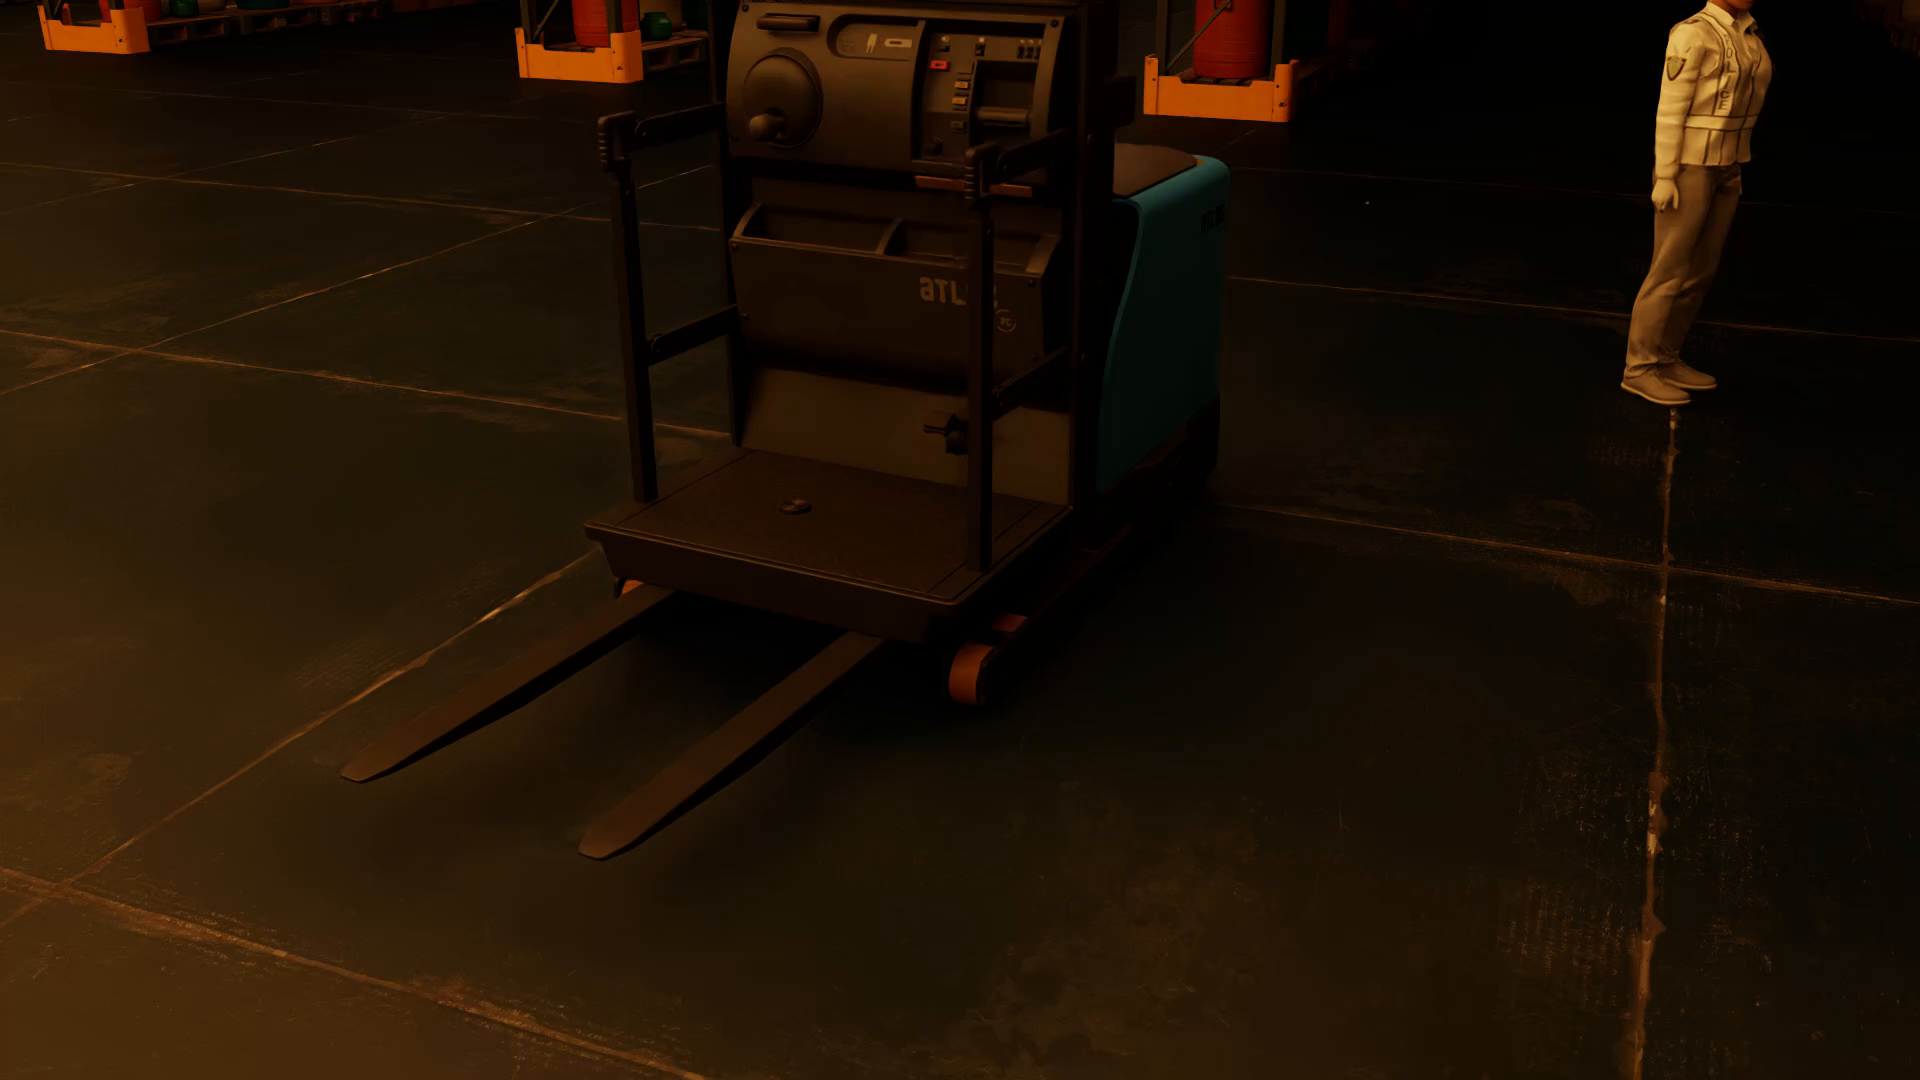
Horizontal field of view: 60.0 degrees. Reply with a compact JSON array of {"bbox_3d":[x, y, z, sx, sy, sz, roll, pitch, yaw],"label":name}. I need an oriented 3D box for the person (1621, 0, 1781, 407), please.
[{"bbox_3d":[2.766,-1.364,6.178,0.513,1.687,0.346,-17,28,-35],"label":"person"}]

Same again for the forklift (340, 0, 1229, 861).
[{"bbox_3d":[-0.273,-1.130,3.997,1.130,2.935,3.031,11,25,25],"label":"forklift"}]
